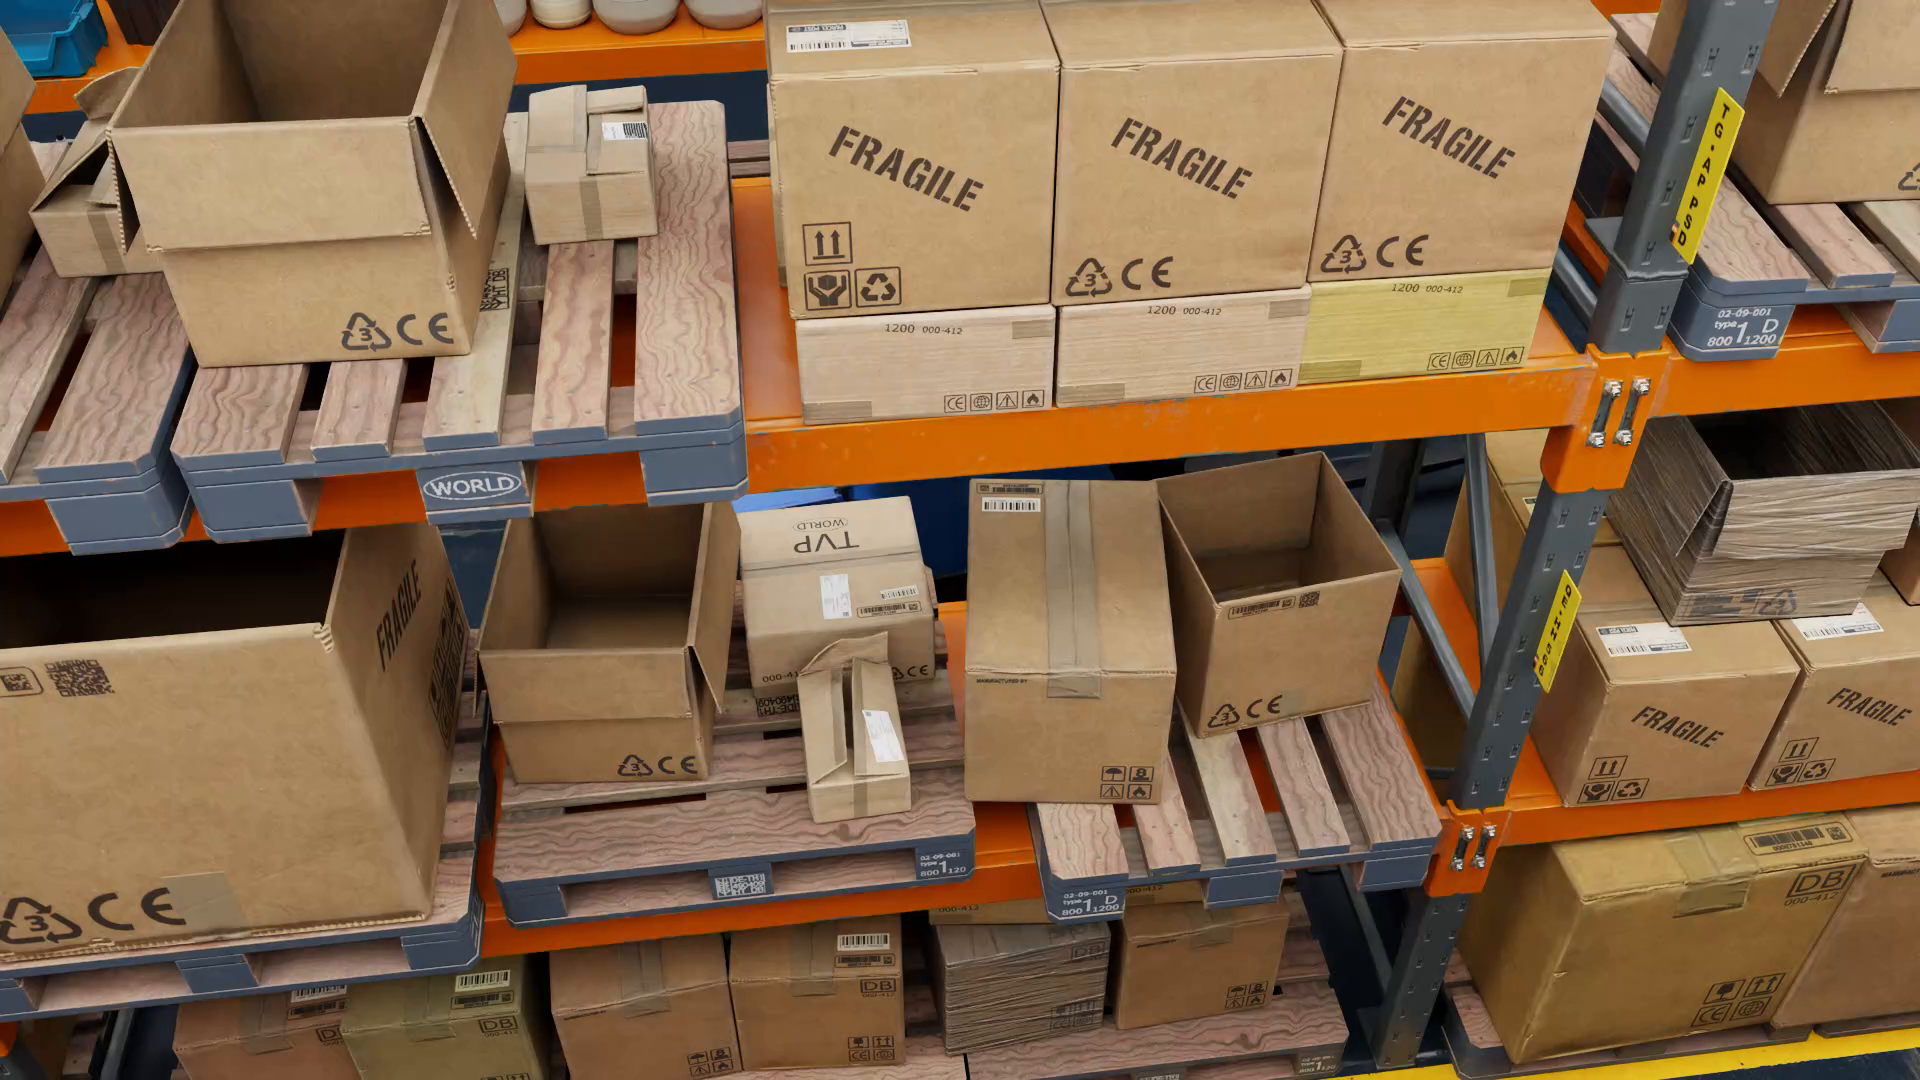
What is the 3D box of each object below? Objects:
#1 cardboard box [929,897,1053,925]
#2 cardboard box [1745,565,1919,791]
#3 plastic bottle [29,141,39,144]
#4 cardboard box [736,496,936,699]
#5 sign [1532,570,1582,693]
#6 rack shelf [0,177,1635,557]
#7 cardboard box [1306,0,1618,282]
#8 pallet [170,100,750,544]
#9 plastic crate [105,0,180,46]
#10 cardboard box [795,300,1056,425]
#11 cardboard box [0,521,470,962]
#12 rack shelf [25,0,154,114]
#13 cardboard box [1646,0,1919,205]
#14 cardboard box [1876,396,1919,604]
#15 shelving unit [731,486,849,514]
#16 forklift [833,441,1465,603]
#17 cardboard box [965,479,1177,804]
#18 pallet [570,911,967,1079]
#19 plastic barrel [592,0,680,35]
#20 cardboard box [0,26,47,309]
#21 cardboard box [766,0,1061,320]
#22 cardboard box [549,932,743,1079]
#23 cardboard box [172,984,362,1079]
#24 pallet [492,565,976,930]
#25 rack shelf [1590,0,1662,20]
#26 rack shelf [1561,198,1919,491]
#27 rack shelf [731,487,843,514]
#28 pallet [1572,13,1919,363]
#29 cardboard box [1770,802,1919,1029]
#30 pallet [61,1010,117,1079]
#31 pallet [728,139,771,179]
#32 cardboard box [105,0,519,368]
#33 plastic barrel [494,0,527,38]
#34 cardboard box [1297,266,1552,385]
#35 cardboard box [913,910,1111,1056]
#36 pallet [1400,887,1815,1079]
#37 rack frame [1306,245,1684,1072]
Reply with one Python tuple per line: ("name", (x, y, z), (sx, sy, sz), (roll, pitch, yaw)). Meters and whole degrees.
("cardboard box", (0.154, 0.877, 5.016), (0.500, 0.250, 0.500), (-1, 42, -1))
("cardboard box", (2.368, 0.315, 4.586), (0.500, 0.500, 0.500), (-6, 42, -7))
("plastic bottle", (-4.916, -1.998, 8.875), (0.185, 0.351, 0.144), (-3, 42, -4))
("cardboard box", (-0.352, 0.153, 4.640), (0.500, 0.250, 0.500), (-6, 42, -7))
("sign", (1.419, 0.219, 3.962), (0.005, 0.325, 0.100), (-5, 42, -6))
("rack shelf", (-0.644, -0.413, 3.766), (4.000, 0.370, 1.077), (-5, 42, -6))
("cardboard box", (0.898, -0.869, 3.286), (0.500, 0.500, 0.500), (-4, 42, -4))
("pallet", (-0.973, -0.512, 3.478), (1.003, 0.211, 1.213), (-5, 42, -6))
("plastic crate", (-3.805, -2.698, 8.048), (0.504, 0.338, 0.767), (-5, 42, -6))
("cardboard box", (-0.089, -0.500, 3.437), (0.500, 0.250, 0.500), (-4, 42, -4))
("cardboard box", (-1.821, 0.253, 3.969), (1.000, 1.000, 1.000), (-5, 42, -5))
("rack shelf", (-5.252, -2.241, 8.032), (4.000, 0.370, 1.077), (-5, 42, -6))
("cardboard box", (1.935, -1.149, 3.654), (0.637, 0.503, 0.797), (-3, 42, -3))
("cardboard box", (2.713, -0.257, 4.472), (0.637, 0.503, 0.797), (-4, 42, -5))
("shelving unit", (-1.007, -0.309, 6.473), (1.048, 1.500, 0.538), (-11, 43, -12))
("forklift", (0.930, -1.272, 6.472), (3.031, 2.935, 1.130), (-11, 43, -12))
("cardboard box", (0.268, 0.255, 4.339), (0.500, 0.500, 0.700), (1, 42, 1))
("pallet", (-0.643, 1.466, 5.467), (1.213, 0.211, 1.003), (-5, 42, -6))
("plastic barrel", (-1.565, -2.734, 7.940), (0.433, 0.535, 0.433), (0, 42, 0))
("cardboard box", (-2.148, -0.676, 3.129), (0.637, 0.503, 0.797), (-7, 43, -8))
("cardboard box", (-0.101, -0.784, 3.193), (0.500, 0.500, 0.500), (-4, 42, -5))
("cardboard box", (-0.985, 1.255, 5.156), (0.500, 0.500, 0.700), (-8, 43, -9))
("cardboard box", (-2.015, 1.333, 5.070), (0.500, 0.500, 0.700), (-8, 43, -9))
("pallet", (-0.618, 0.530, 4.566), (1.213, 0.211, 1.003), (-5, 42, -6))
("rack shelf", (2.680, -2.936, 8.802), (4.000, 0.370, 1.077), (-5, 42, -6))
("rack shelf", (3.322, -0.760, 4.151), (4.000, 0.370, 1.077), (-5, 42, -6))
("rack shelf", (-1.007, -0.175, 6.593), (1.000, 0.185, 0.538), (-11, 43, -12))
("pallet", (1.971, -0.875, 3.882), (1.003, 0.211, 1.213), (-3, 42, -4))
("cardboard box", (2.911, 0.775, 5.424), (0.875, 0.875, 1.225), (-5, 42, -5))
("pallet", (-3.288, 1.725, 5.180), (1.213, 0.211, 1.003), (-5, 42, -6))
("pallet", (-1.283, -1.849, 9.142), (1.213, 0.211, 1.003), (-5, 42, -6))
("cardboard box", (-1.214, -0.758, 3.221), (0.637, 0.503, 0.797), (-3, 42, -4))
("plastic barrel", (-2.292, -2.670, 7.869), (0.433, 0.535, 0.433), (0, 42, 0))
("cardboard box", (0.900, -0.594, 3.541), (0.500, 0.250, 0.500), (-5, 42, -5))
("cardboard box", (0.129, 1.153, 5.270), (0.500, 0.500, 0.700), (-8, 43, -9))
("pallet", (2.131, 1.277, 5.677), (1.213, 0.211, 1.003), (-5, 42, -6))
("rack frame", (1.339, 0.260, 4.722), (0.127, 3.000, 1.000), (-5, 42, -6))
